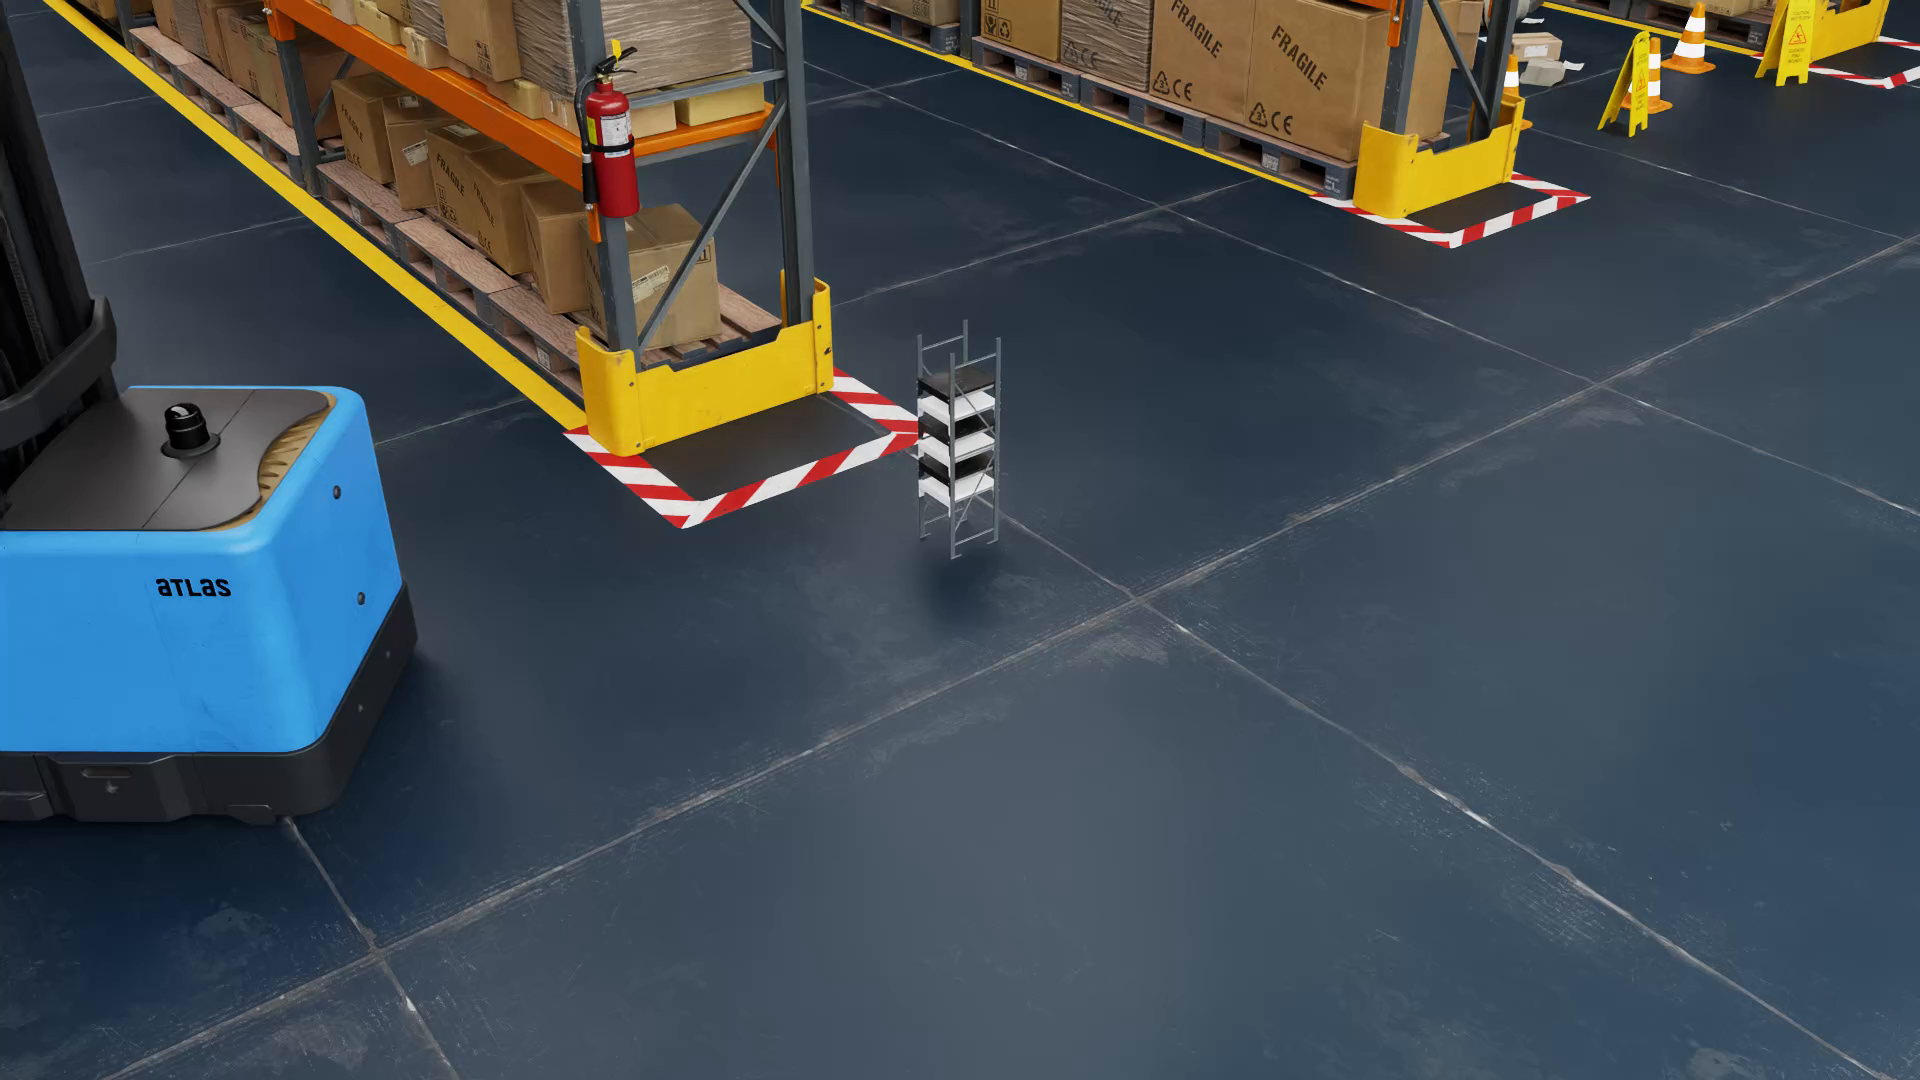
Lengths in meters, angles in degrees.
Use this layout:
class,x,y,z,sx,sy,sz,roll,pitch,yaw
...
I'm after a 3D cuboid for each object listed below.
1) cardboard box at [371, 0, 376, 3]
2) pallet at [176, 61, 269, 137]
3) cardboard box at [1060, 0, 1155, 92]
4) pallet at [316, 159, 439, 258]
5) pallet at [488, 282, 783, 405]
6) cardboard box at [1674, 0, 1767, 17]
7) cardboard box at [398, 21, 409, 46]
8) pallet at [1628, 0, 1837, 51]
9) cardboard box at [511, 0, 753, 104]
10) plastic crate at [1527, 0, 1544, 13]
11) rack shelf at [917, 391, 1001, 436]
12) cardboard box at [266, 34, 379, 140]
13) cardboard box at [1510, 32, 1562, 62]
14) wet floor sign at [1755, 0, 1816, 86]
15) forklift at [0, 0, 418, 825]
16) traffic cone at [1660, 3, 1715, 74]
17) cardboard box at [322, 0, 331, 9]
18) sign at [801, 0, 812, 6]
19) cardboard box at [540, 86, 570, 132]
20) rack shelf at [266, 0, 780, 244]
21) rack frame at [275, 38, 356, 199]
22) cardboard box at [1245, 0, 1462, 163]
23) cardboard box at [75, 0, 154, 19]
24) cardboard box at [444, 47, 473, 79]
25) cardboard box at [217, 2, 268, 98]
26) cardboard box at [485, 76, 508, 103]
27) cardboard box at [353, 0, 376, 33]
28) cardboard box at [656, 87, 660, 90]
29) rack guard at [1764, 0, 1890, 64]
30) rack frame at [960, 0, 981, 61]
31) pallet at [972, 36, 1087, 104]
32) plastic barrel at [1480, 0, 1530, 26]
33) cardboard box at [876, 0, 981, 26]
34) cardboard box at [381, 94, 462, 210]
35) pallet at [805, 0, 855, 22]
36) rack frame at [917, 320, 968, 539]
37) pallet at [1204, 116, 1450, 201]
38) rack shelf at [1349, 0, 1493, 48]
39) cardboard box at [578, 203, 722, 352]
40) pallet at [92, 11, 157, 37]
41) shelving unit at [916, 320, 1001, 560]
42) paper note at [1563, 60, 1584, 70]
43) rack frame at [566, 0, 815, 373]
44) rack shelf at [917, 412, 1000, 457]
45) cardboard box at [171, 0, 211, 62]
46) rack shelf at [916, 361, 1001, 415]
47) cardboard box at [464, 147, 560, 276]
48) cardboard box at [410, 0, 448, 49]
class,x,y,z,sx,sy,sz,roll,pitch,yaw
cardboard box,-2.657,-3.090,8.505,0.875,0.500,0.500,-22,38,-31
pallet,-4.780,-3.172,11.657,1.003,0.211,1.213,-22,38,-31
cardboard box,1.317,-3.703,11.485,0.875,0.875,0.875,-22,38,-31
pallet,-3.109,-2.071,9.884,1.003,0.211,1.213,-22,38,-31
pallet,-1.613,-1.054,8.247,1.003,0.211,1.213,-22,38,-31
cardboard box,6.009,-4.333,13.092,0.500,0.250,0.500,-22,38,-32
cardboard box,-2.535,-2.520,8.203,0.380,0.149,0.250,-22,38,-31
pallet,6.215,-4.260,13.409,1.003,0.211,1.213,-22,38,-31
cardboard box,-1.412,-2.264,7.175,0.875,0.500,0.500,-22,38,-31
plastic crate,4.594,-4.570,14.033,0.583,0.080,0.402,18,36,27
rack shelf,-0.005,-0.510,6.441,0.258,0.077,0.200,-22,38,-31
cardboard box,-3.908,-2.912,10.548,0.700,0.500,0.500,-26,40,-35
cardboard box,4.333,-3.745,12.638,0.380,0.149,0.250,-4,32,-7
wet floor sign,6.003,-3.638,11.995,0.267,0.644,0.232,-10,33,-15
forklift,-3.485,-0.603,4.942,3.031,2.935,1.130,0,32,0
traffic cone,5.449,-3.747,12.345,0.336,0.463,0.334,-22,38,-31
cardboard box,-3.176,-2.926,8.855,0.380,0.149,0.250,-22,38,-31
sign,-0.668,-2.400,6.951,0.100,0.325,0.005,-22,38,-31
cardboard box,-1.587,-1.907,7.215,0.380,0.149,0.250,-22,38,-31
rack shelf,-2.323,-2.385,8.429,1.077,0.370,4.000,-22,38,-31
rack frame,-3.549,-3.524,9.581,1.000,3.000,0.127,-22,38,-31
cardboard box,2.416,-2.957,10.283,0.875,0.875,0.875,-22,38,-31
cardboard box,-6.409,-4.761,13.189,1.225,0.875,0.875,-24,39,-33
cardboard box,-2.213,-2.318,7.877,0.380,0.149,0.250,-22,38,-31
cardboard box,-4.529,-3.350,11.253,0.700,0.500,0.500,-26,40,-35
cardboard box,-1.922,-2.103,7.532,0.380,0.149,0.250,-22,38,-31
cardboard box,-2.869,-2.717,8.520,0.380,0.149,0.250,-22,38,-31
cardboard box,-1.221,-2.057,7.456,0.380,0.149,0.250,-22,38,-31
rack guard,6.685,-4.033,12.770,1.175,0.500,0.348,-22,38,-31
rack frame,0.431,-5.087,12.097,1.000,3.000,0.127,-22,38,-31
pallet,0.836,-3.560,12.282,1.003,0.211,1.213,-22,38,-31
plastic barrel,4.269,-4.340,13.336,0.512,0.421,0.421,1,32,2
cardboard box,-0.021,-4.539,12.949,1.050,0.750,0.750,-22,38,-32
cardboard box,-2.978,-2.225,9.460,0.500,0.500,0.500,-11,33,-16
pallet,-0.854,-4.708,14.130,1.003,0.211,1.213,-22,38,-31
rack frame,-0.067,-0.428,6.586,0.240,0.900,0.006,-22,38,-31
pallet,2.332,-2.543,10.644,1.003,0.211,1.213,-22,38,-31
rack shelf,1.657,-3.947,10.945,1.077,0.370,4.000,-22,38,-31
cardboard box,-1.466,-1.239,7.873,0.500,0.500,0.500,-15,35,-23
pallet,-6.426,-4.359,13.569,1.003,0.211,1.213,-22,38,-31
shelving unit,-0.005,-0.386,6.518,0.258,0.900,0.210,-22,38,-31
paper note,4.580,-3.552,12.440,0.142,0.019,0.148,18,36,27
rack frame,-1.096,-1.857,6.897,1.000,3.000,0.127,-22,38,-31
rack shelf,-0.005,-0.434,6.488,0.258,0.077,0.200,-22,38,-31
cardboard box,-5.225,-3.816,12.004,0.700,0.500,0.500,-26,40,-35
rack shelf,-0.005,-0.587,6.393,0.258,0.077,0.200,-22,38,-31
cardboard box,-2.228,-1.744,8.686,0.500,0.500,0.500,-19,36,-27
cardboard box,-2.086,-2.656,7.806,0.875,0.500,0.500,-22,38,-31
